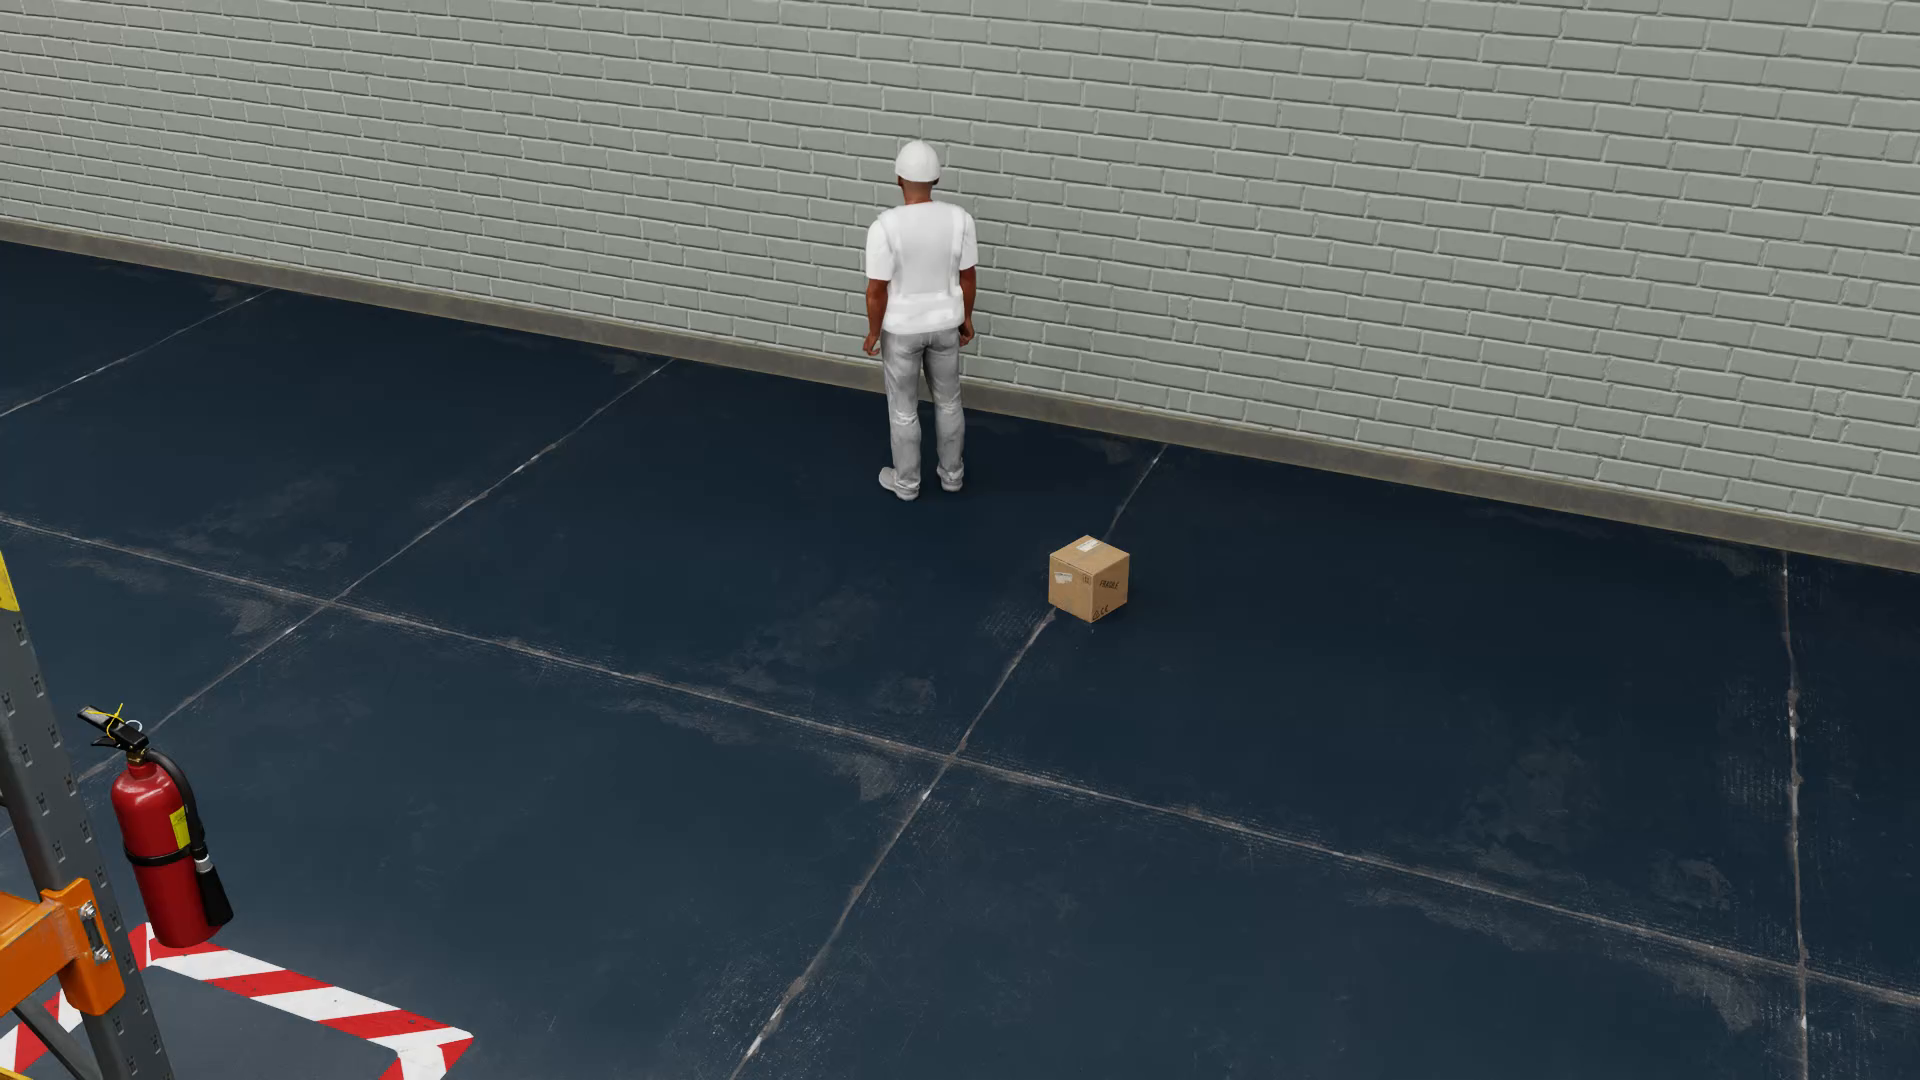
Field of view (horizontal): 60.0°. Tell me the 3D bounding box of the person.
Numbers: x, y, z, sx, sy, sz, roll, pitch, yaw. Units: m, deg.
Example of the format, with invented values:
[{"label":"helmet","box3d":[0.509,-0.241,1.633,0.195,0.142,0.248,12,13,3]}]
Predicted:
[{"label":"person","box3d":[-0.200,-1.032,7.927,0.552,1.770,0.379,-11,31,-18]}]
